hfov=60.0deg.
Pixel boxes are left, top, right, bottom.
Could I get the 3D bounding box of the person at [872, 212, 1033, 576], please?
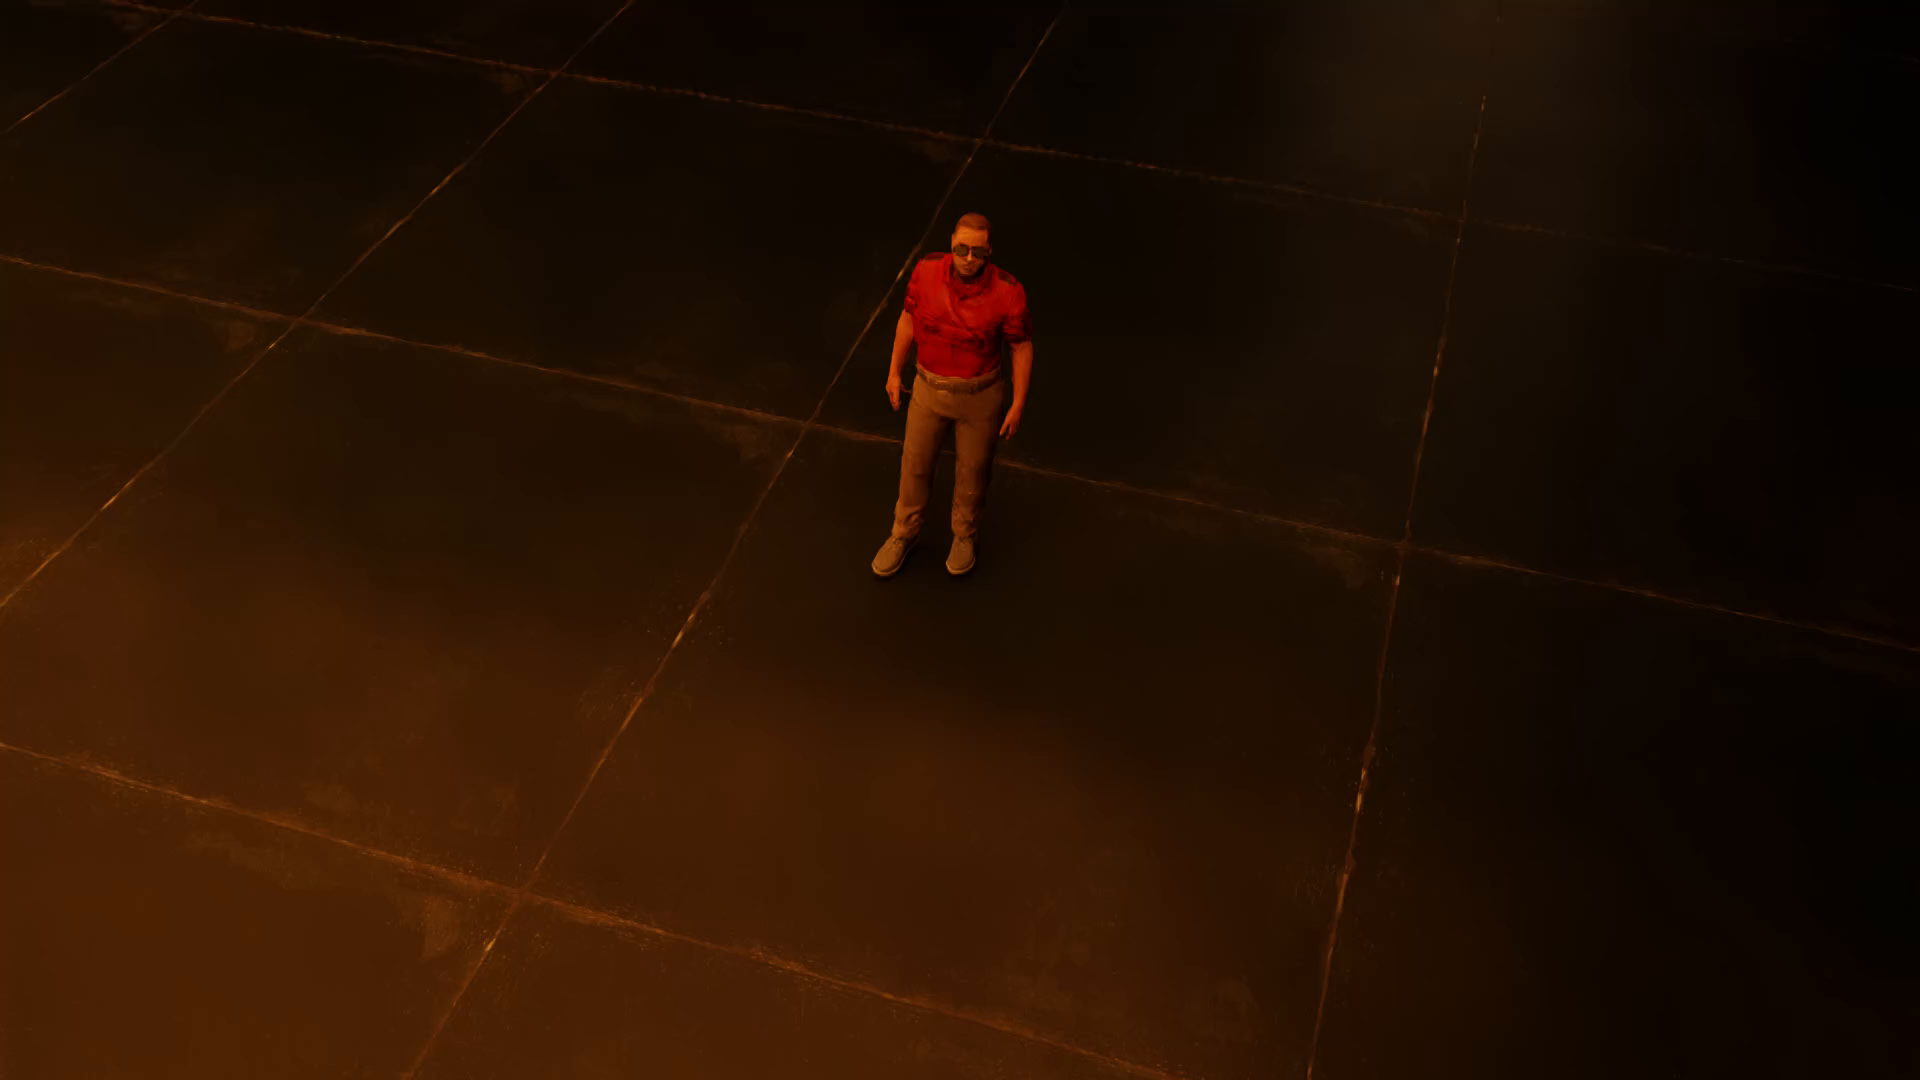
[{"bbox_3d":[-0.039,-0.582,7.187,0.640,1.726,0.550,12,44,13],"label":"person"}]
